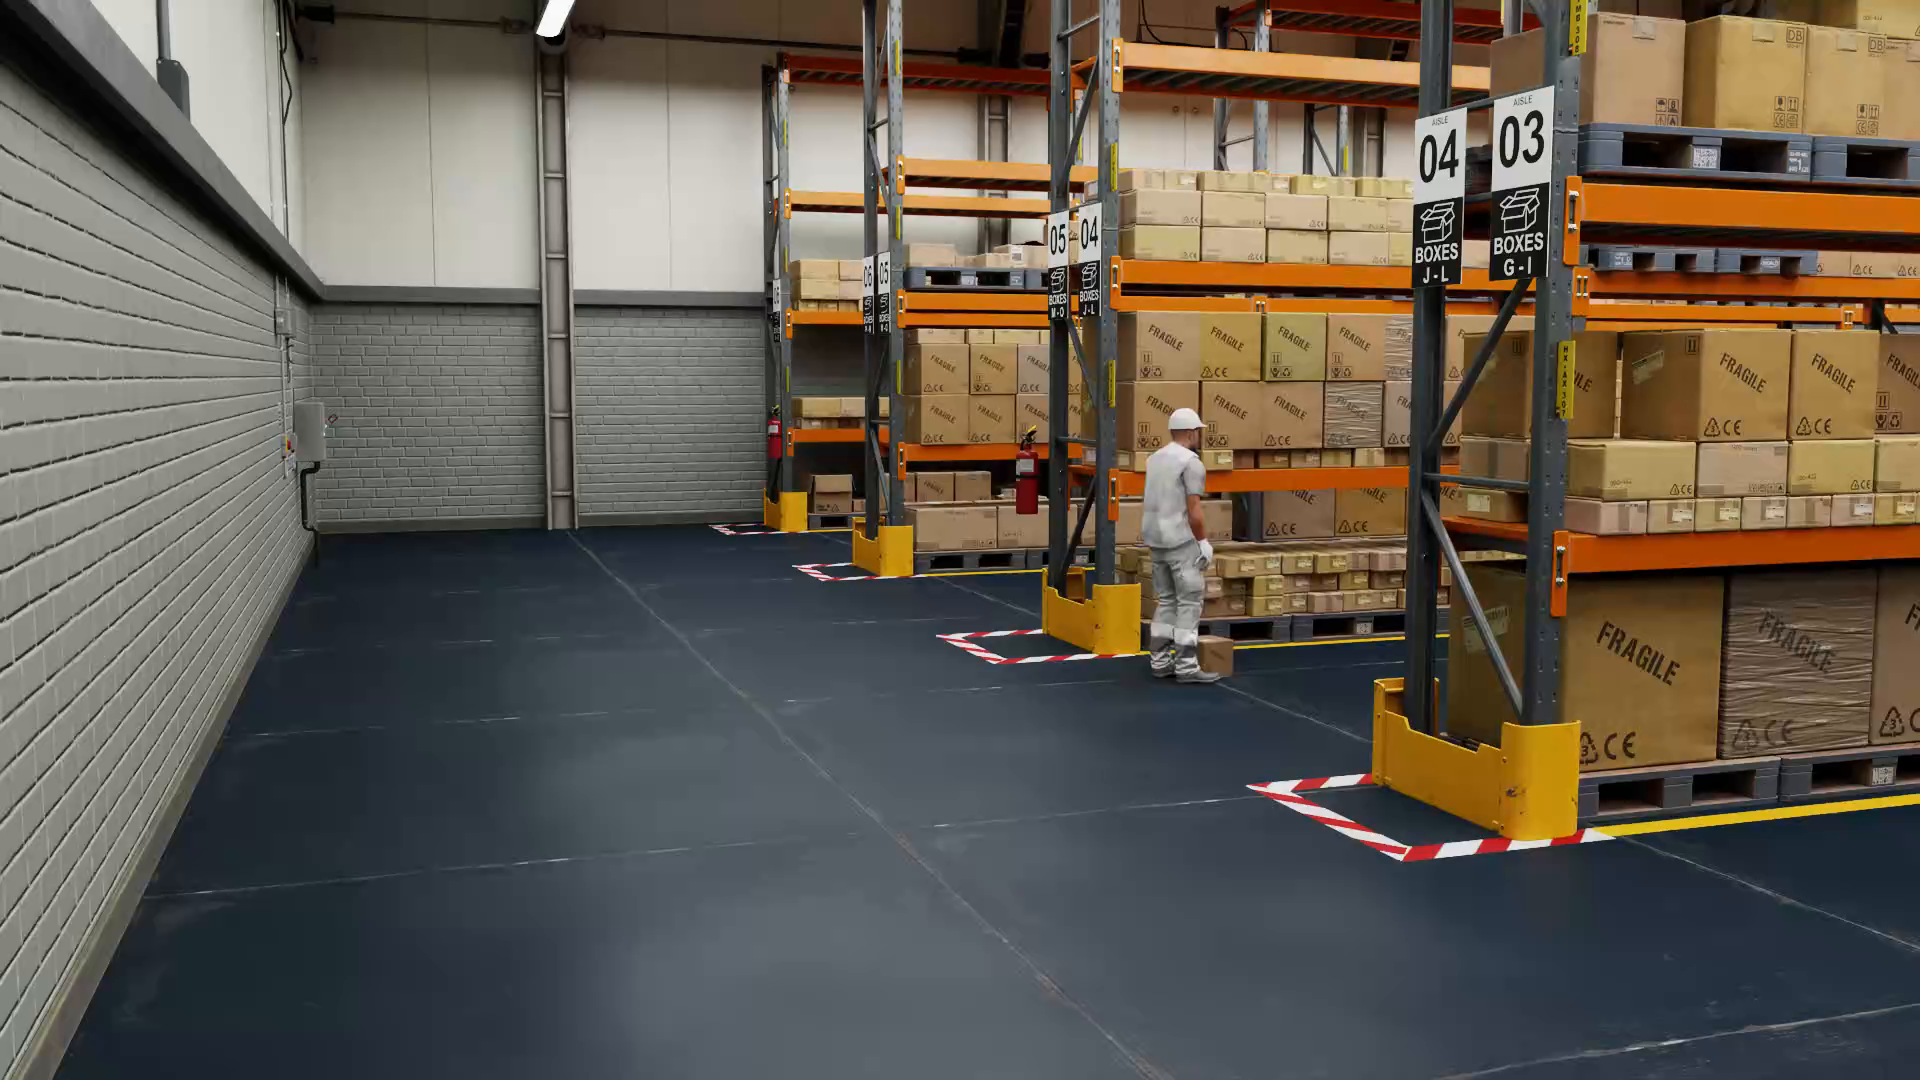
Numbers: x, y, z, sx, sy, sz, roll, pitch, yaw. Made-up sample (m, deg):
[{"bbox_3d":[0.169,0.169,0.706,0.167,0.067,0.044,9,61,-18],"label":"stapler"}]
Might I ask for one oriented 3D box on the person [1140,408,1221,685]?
[{"bbox_3d":[1.430,0.031,10.889,0.453,1.778,0.611,-3,6,-29],"label":"person"}]
